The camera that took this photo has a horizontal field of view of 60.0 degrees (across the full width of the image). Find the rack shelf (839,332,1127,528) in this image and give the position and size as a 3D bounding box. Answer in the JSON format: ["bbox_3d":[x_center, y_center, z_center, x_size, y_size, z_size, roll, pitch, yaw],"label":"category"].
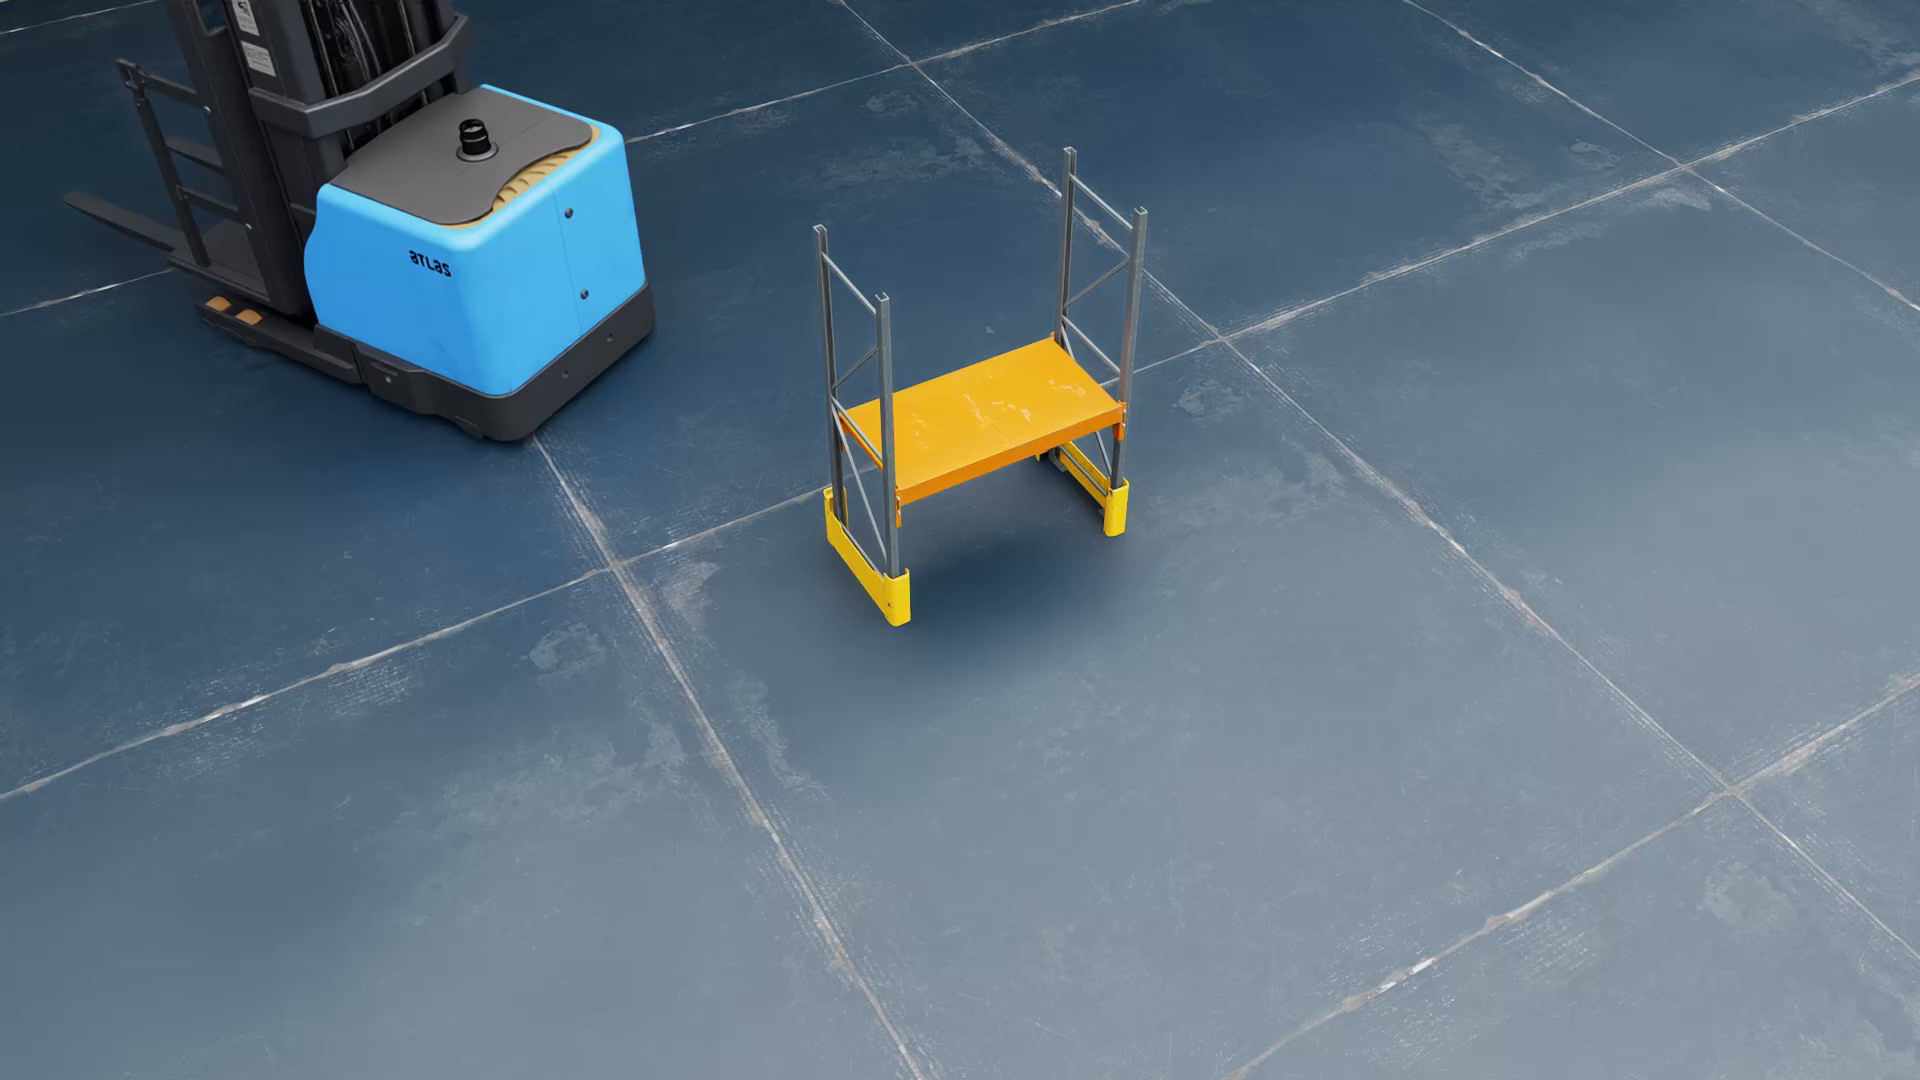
[{"bbox_3d":[0.074,-0.439,6.383,1.000,0.185,0.538,-22,48,-21],"label":"rack shelf"}]

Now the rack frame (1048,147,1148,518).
[{"bbox_3d":[0.515,-0.744,6.440,0.032,1.500,0.500,-22,48,-21],"label":"rack frame"}]

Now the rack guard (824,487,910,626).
[{"bbox_3d":[-0.366,0.057,6.512,0.087,0.250,0.587,-22,48,-21],"label":"rack guard"}]

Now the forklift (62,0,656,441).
[{"bbox_3d":[-2.937,-2.240,6.954,3.031,2.935,1.130,22,48,21],"label":"forklift"}]

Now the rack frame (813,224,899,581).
[{"bbox_3d":[-0.367,-0.391,6.076,0.032,1.500,0.500,-22,48,-21],"label":"rack frame"}]

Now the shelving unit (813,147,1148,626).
[{"bbox_3d":[0.066,-0.565,6.255,1.083,1.500,0.587,-22,48,-21],"label":"shelving unit"}]

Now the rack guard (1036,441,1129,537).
[{"bbox_3d":[0.498,-0.289,6.868,0.087,0.250,0.587,-22,48,-21],"label":"rack guard"}]
